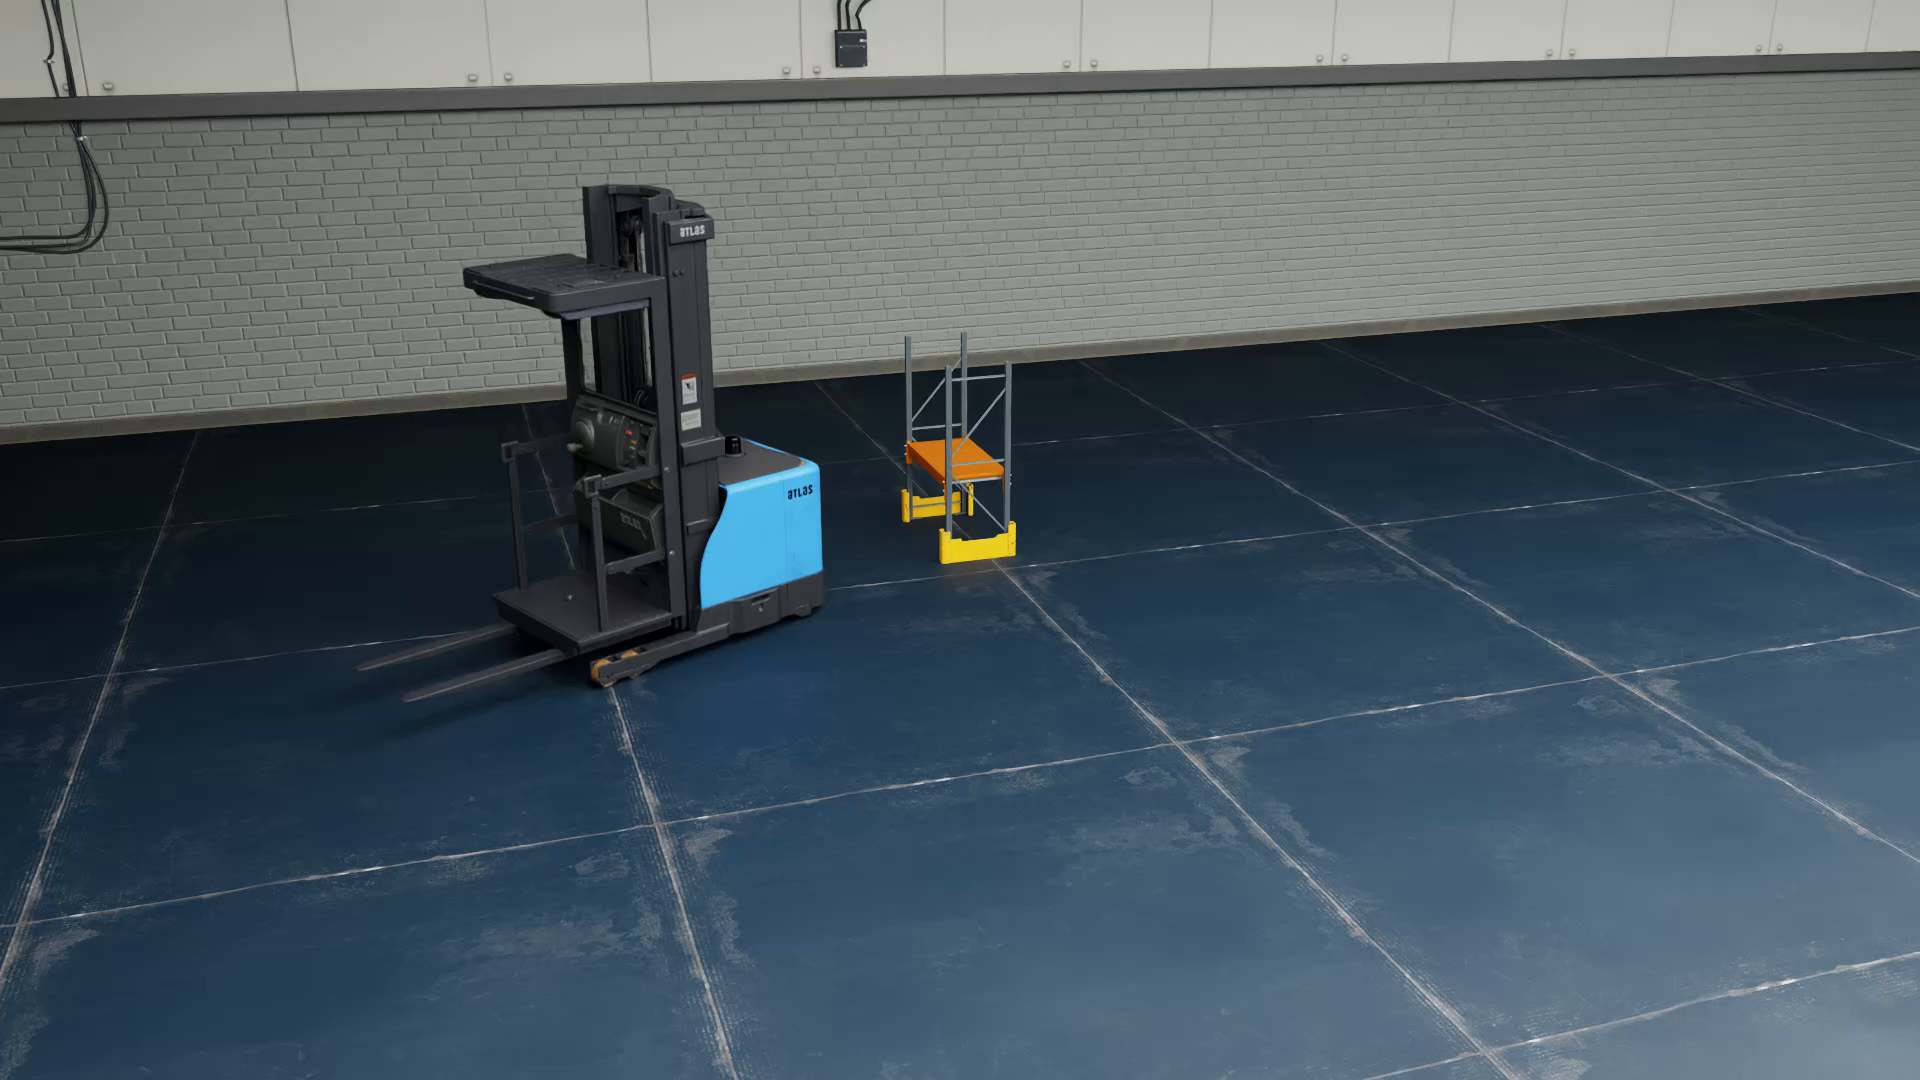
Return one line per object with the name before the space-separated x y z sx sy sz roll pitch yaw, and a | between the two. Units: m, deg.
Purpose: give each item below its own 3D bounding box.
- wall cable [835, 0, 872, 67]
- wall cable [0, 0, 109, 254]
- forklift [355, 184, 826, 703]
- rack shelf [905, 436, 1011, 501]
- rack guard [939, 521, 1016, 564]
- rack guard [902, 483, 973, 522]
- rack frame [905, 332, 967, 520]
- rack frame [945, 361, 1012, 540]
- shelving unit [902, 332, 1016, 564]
wall cable | -0.134 -7.681 15.959 2.305 6.003 0.169 -6 21 -17
wall cable | -9.152 -3.616 14.265 3.097 2.526 0.112 -6 21 -17
forklift | -2.349 -0.663 10.426 3.031 2.935 1.130 -18 26 -40
rack shelf | -0.027 -0.564 12.800 0.538 0.185 1.000 -6 21 -17
rack guard | 0.133 0.018 12.497 0.587 0.250 0.087 -6 21 -17
rack guard | -0.180 -0.302 13.387 0.587 0.250 0.087 -6 21 -17
rack frame | -0.187 -0.896 13.193 0.500 1.500 0.032 -6 21 -17
rack frame | 0.133 -0.570 12.285 0.500 1.500 0.032 -6 21 -17
shelving unit | -0.024 -0.730 12.731 0.587 1.500 1.083 -6 21 -17
